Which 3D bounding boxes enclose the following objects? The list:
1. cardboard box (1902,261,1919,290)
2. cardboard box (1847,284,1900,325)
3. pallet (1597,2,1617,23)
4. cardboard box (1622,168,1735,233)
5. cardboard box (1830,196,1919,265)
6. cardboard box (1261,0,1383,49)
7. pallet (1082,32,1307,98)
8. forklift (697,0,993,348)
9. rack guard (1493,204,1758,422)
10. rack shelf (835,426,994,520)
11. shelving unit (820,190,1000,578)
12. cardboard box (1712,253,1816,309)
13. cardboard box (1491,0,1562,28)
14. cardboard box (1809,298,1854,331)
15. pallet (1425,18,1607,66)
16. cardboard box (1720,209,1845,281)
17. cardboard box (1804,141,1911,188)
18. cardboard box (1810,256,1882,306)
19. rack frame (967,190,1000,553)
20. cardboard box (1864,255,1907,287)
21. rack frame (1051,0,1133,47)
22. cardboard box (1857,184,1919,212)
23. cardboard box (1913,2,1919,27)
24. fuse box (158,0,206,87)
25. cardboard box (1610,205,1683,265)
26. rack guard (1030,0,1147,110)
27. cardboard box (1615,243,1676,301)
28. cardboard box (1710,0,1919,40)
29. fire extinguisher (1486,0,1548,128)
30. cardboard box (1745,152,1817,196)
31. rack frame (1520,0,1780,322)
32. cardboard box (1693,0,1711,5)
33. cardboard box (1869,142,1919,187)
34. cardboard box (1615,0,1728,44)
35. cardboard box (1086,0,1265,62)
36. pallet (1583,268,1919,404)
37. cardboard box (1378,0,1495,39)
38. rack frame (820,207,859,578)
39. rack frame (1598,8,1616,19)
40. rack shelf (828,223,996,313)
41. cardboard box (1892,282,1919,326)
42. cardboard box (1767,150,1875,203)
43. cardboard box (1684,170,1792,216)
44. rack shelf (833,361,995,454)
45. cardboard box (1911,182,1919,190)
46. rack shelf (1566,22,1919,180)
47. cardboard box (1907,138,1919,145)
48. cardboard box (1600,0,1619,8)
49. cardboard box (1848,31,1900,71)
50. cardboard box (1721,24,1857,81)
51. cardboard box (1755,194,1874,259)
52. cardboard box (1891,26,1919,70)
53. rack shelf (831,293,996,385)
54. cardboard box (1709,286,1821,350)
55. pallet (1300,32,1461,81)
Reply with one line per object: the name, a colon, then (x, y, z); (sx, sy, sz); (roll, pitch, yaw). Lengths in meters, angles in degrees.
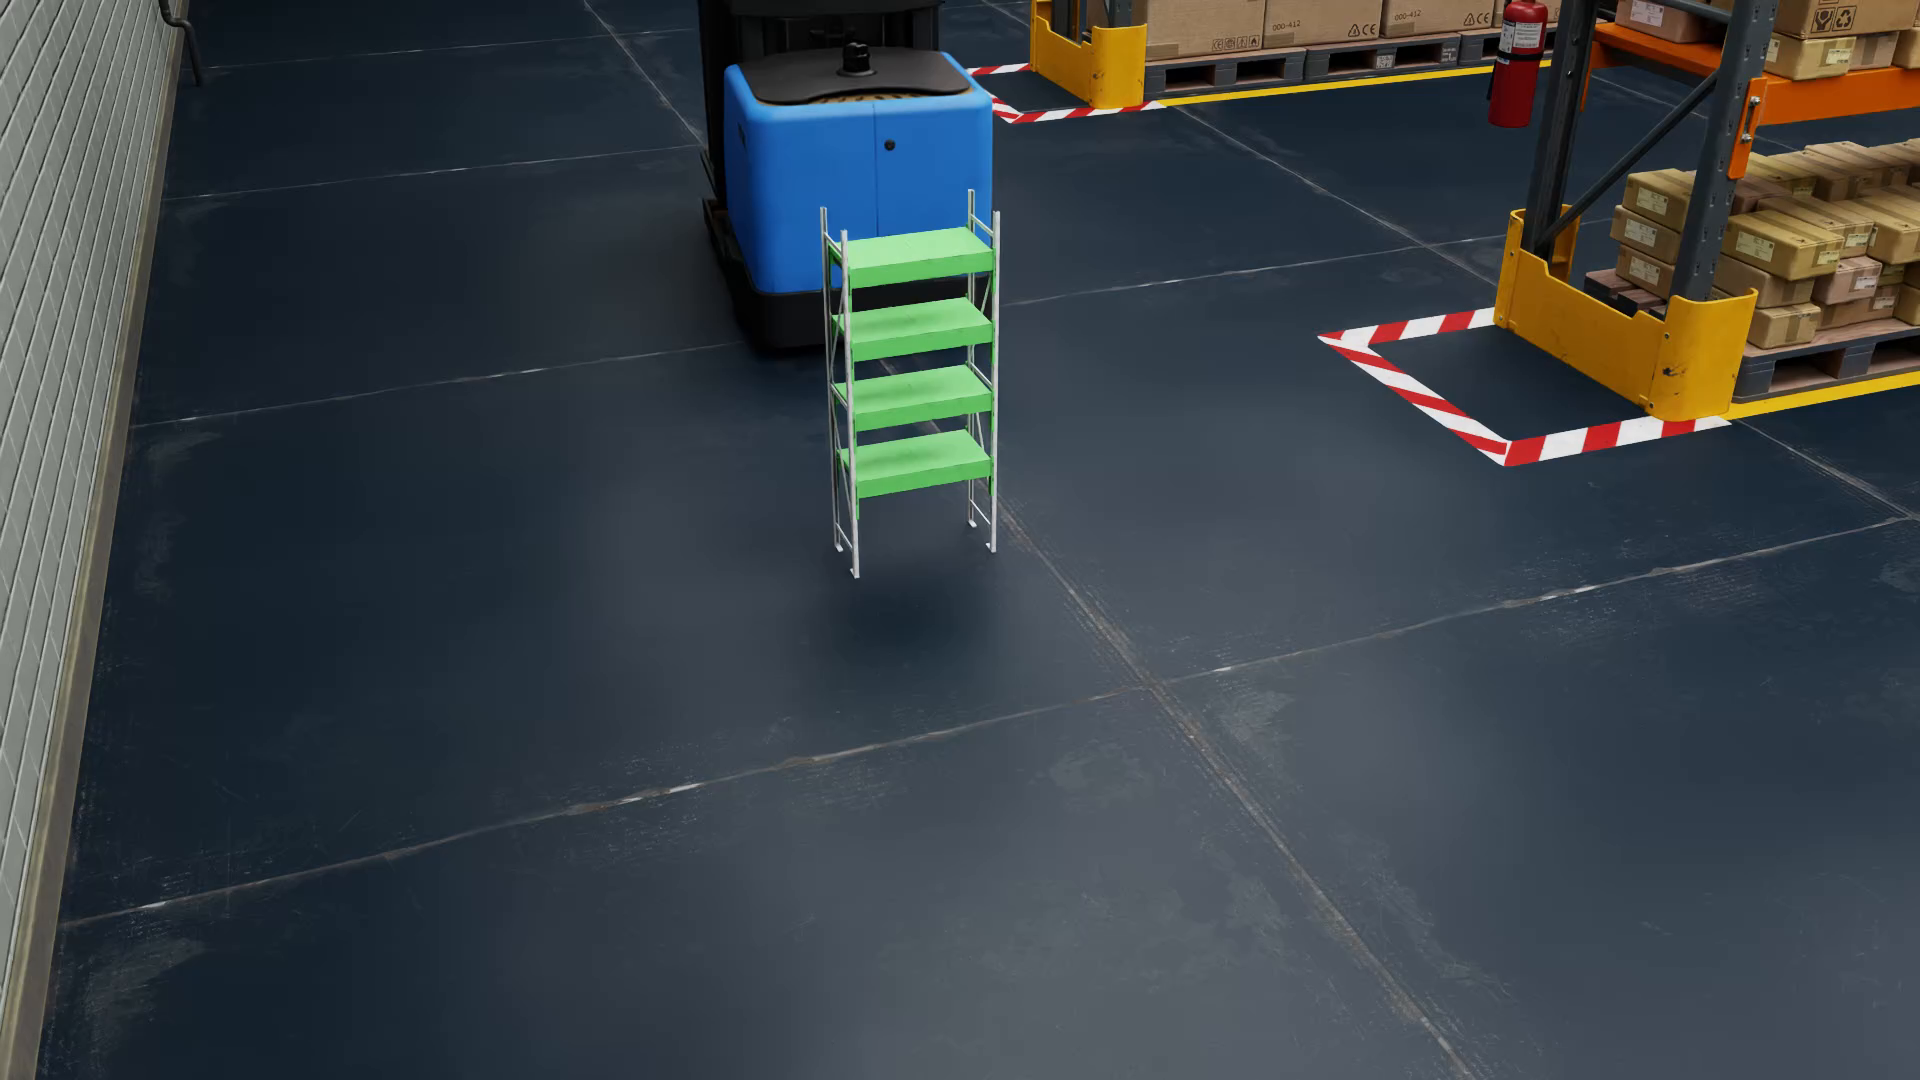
cardboard box: (4.002, -1.189, 6.961); (0.250, 0.149, 0.380); (-9, 31, -16)
cardboard box: (3.718, -1.061, 7.038); (0.250, 0.149, 0.380); (-10, 31, -17)
pallet: (5.294, -3.972, 12.509); (1.213, 0.211, 1.003); (-10, 31, -18)
cardboard box: (3.076, -1.457, 7.132); (0.250, 0.149, 0.380); (-10, 31, -17)
cardboard box: (3.775, -1.268, 6.801); (0.250, 0.149, 0.380); (-11, 31, -18)
cardboard box: (2.286, -3.716, 11.407); (0.875, 0.438, 0.875); (-10, 31, -16)
pallet: (1.570, -3.288, 11.308); (1.213, 0.211, 1.003); (-10, 31, -18)
forklift: (-0.697, -2.801, 7.706); (1.130, 2.935, 3.031); (-7, 30, -12)
rack guard: (2.740, -0.973, 6.953); (0.348, 0.500, 1.175); (-10, 31, -18)
rack shelf: (-0.155, -0.229, 5.553); (0.480, 0.148, 0.258); (-10, 31, -18)
shelving unit: (-0.155, -0.493, 5.403); (0.503, 1.200, 0.258); (-10, 31, -18)
cardboard box: (3.249, -1.090, 6.789); (0.250, 0.149, 0.380); (-9, 31, -16)
cardboard box: (3.971, -4.026, 11.951); (0.875, 0.438, 0.875); (-11, 31, -18)
cardboard box: (3.488, -1.015, 6.957); (0.250, 0.149, 0.380); (-11, 31, -18)
pallet: (3.857, -3.709, 12.047); (1.213, 0.211, 1.003); (-10, 31, -18)
cardboard box: (3.278, -1.181, 6.647); (0.250, 0.149, 0.380); (-12, 32, -20)
cardboard box: (4.027, -1.665, 7.497); (0.250, 0.149, 0.380); (-9, 31, -16)
cardboard box: (3.525, -1.111, 6.826); (0.250, 0.149, 0.380); (-11, 31, -18)
rack frame: (0.074, -0.535, 5.477); (0.015, 1.200, 0.240); (-10, 31, -18)
cardboard box: (3.724, -1.195, 6.972); (0.250, 0.149, 0.380); (-10, 31, -17)
rack frame: (0.848, -4.325, 10.311); (0.127, 3.000, 1.000); (-10, 31, -18)
cardboard box: (3.979, -1.350, 6.944); (0.250, 0.149, 0.380); (-12, 32, -20)
cardboard box: (3.678, -2.272, 6.306); (0.500, 0.500, 0.500); (-10, 31, -18)
fuse box: (-5.025, -3.781, 10.658); (0.414, 1.711, 0.539); (-10, 31, -18)
cardboard box: (3.064, -1.342, 7.231); (0.250, 0.149, 0.380); (-11, 32, -19)
rack guard: (0.825, -3.235, 10.923); (0.348, 0.500, 1.175); (-10, 31, -18)
cardboard box: (3.089, -1.177, 7.242); (0.250, 0.149, 0.380); (-10, 31, -17)
cardboard box: (3.186, -2.168, 6.124); (0.500, 0.500, 0.500); (-9, 31, -15)
fire extinguisher: (2.272, -2.021, 6.722); (0.183, 0.674, 0.296); (-10, 31, -18)
cardboard box: (3.530, -1.578, 7.343); (0.250, 0.149, 0.380); (-11, 32, -19)
rack frame: (2.669, -2.046, 6.311); (0.127, 3.000, 1.000); (-10, 31, -18)
cardboard box: (3.000, -2.416, 6.558); (0.500, 0.500, 0.500); (-10, 31, -17)
cardboard box: (4.313, -1.659, 7.487); (0.250, 0.149, 0.380); (-11, 32, -19)
cardboard box: (2.876, -2.124, 6.702); (0.250, 0.149, 0.380); (-10, 31, -18)
cardboard box: (1.431, -3.555, 11.123); (0.875, 0.438, 0.875); (-12, 32, -19)
pallet: (3.514, -0.971, 7.242); (1.213, 0.211, 1.003); (-10, 31, -18)
cardboard box: (3.132, -3.871, 11.679); (0.875, 0.438, 0.875); (-11, 32, -19)
rack frame: (-0.384, -0.451, 5.329); (0.015, 1.200, 0.240); (-10, 31, -18)
rack frame: (4.597, -5.016, 11.523); (0.127, 3.000, 1.000); (-10, 31, -18)
rack shelf: (-0.155, -0.854, 5.197); (0.480, 0.148, 0.258); (-10, 31, -18)
cardboard box: (3.996, -1.054, 7.026); (0.250, 0.149, 0.380); (-10, 31, -17)
cardboard box: (3.795, -1.593, 7.370); (0.250, 0.149, 0.380); (-12, 32, -20)
cardboard box: (3.332, -1.474, 7.162); (0.250, 0.149, 0.380); (-10, 31, -17)
rack shelf: (-0.155, -0.437, 5.434); (0.480, 0.148, 0.258); (-10, 31, -18)
cardboard box: (4.242, -1.393, 7.020); (0.250, 0.149, 0.380); (-9, 31, -16)
rack shelf: (4.543, -2.079, 7.095); (4.000, 0.370, 1.077); (-10, 31, -18)
cardboard box: (4.549, -1.717, 7.589); (0.250, 0.149, 0.380); (-10, 31, -17)
cardboard box: (5.150, -4.419, 12.198); (0.875, 0.875, 0.875); (-9, 31, -16)
cardboard box: (3.311, -1.904, 6.315); (0.250, 0.149, 0.380); (-9, 31, -16)
cardboard box: (3.086, -1.841, 6.204); (0.250, 0.149, 0.380); (-11, 31, -18)
cardboard box: (3.495, -1.284, 6.829); (0.250, 0.149, 0.380); (-10, 31, -17)
cardboard box: (3.581, -1.925, 6.353); (0.250, 0.149, 0.380); (-11, 32, -19)
rack shelf: (-0.155, -0.646, 5.316); (0.480, 0.148, 0.258); (-10, 31, -18)
cardboard box: (3.271, -0.932, 6.811); (0.250, 0.149, 0.380); (-10, 31, -17)
pallet: (2.711, -3.496, 11.674); (1.213, 0.211, 1.003); (-10, 31, -18)
